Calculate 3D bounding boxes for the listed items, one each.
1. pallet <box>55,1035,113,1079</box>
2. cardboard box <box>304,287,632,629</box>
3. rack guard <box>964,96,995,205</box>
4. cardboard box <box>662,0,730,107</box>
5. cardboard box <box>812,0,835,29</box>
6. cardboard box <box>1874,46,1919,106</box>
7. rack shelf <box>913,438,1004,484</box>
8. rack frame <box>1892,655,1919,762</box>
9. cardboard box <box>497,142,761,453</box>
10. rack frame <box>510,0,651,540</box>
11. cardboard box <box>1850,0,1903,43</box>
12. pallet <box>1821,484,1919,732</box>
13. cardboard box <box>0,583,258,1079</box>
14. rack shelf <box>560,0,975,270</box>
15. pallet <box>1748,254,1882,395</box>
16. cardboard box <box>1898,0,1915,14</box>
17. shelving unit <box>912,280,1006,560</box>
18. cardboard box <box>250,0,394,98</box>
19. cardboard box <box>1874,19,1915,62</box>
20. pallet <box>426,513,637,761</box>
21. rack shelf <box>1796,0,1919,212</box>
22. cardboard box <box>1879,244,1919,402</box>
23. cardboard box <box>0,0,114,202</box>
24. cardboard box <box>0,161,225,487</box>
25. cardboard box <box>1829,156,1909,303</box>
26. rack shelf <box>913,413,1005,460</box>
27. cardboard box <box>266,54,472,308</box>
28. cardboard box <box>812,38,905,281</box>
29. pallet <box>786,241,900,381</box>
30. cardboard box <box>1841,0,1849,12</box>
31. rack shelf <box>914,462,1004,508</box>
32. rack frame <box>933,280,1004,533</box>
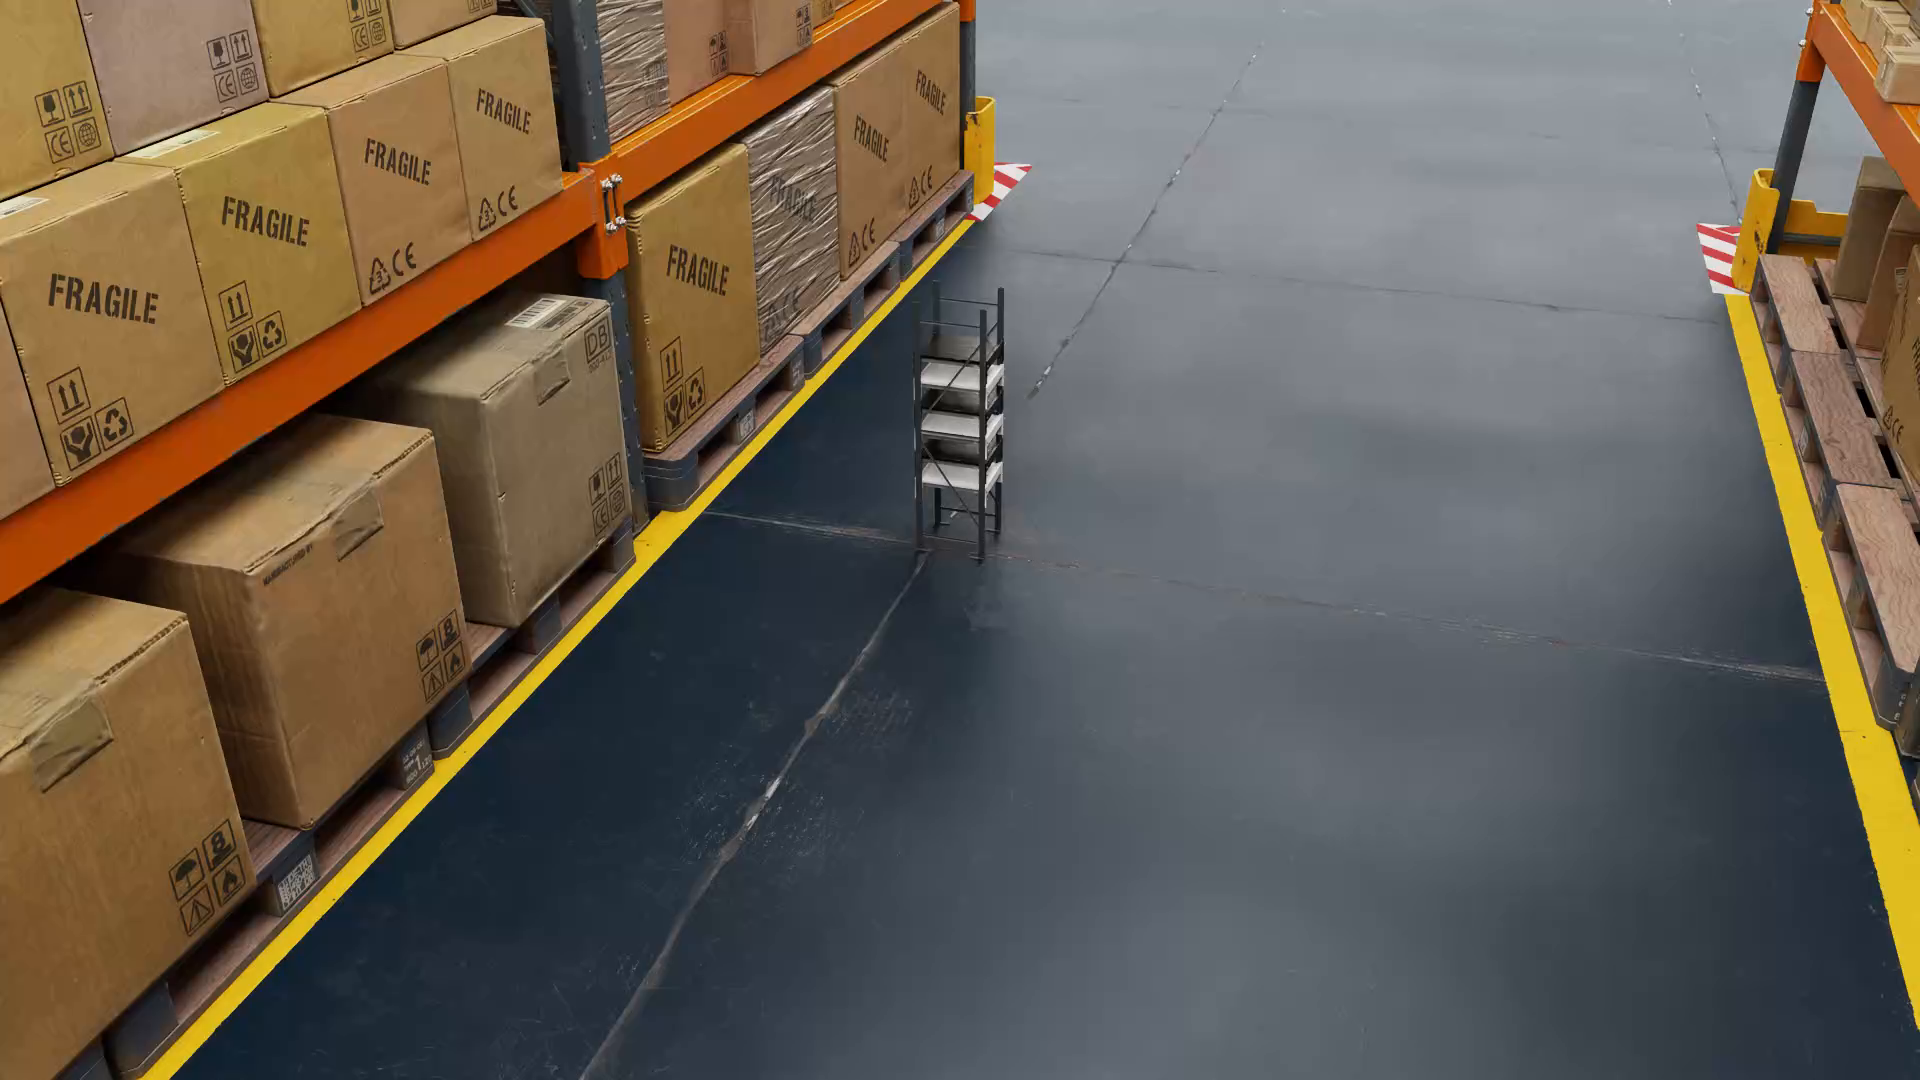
[{"bbox_3d":[-2.457,1.311,3.177,1.003,0.211,1.213,8,30,15],"label":"pallet"},{"bbox_3d":[-1.682,-0.310,5.104,1.050,0.750,0.750,8,30,15],"label":"cardboard box"},{"bbox_3d":[-0.405,-2.189,9.171,1.175,0.500,0.348,8,30,15],"label":"rack guard"},{"bbox_3d":[-1.349,-1.909,5.941,0.875,0.550,0.550,8,30,15],"label":"cardboard box"},{"bbox_3d":[-1.019,-2.403,6.831,0.875,0.550,0.500,8,30,15],"label":"cardboard box"},{"bbox_3d":[3.455,-1.624,5.842,0.380,0.149,0.250,8,30,15],"label":"cardboard box"},{"bbox_3d":[-0.002,-0.282,5.584,0.258,0.077,0.200,8,30,15],"label":"rack shelf"},{"bbox_3d":[3.126,-0.656,3.845,1.000,3.000,0.127,8,30,15],"label":"rack frame"},{"bbox_3d":[-1.335,-0.949,6.123,0.875,0.875,0.875,9,30,16],"label":"cardboard box"},{"bbox_3d":[-1.586,-1.411,5.201,1.000,3.000,0.127,8,30,15],"label":"rack frame"},{"bbox_3d":[3.809,-2.080,6.661,0.380,0.149,0.250,8,30,15],"label":"cardboard box"},{"bbox_3d":[3.289,0.245,5.093,1.003,0.211,1.213,8,30,15],"label":"pallet"},{"bbox_3d":[-2.242,0.570,3.521,1.050,0.750,0.750,9,30,16],"label":"cardboard box"},{"bbox_3d":[-0.999,-2.026,7.047,1.077,0.370,4.000,8,30,15],"label":"rack shelf"},{"bbox_3d":[4.005,-0.889,7.131,1.003,0.211,1.213,8,30,15],"label":"pallet"},{"bbox_3d":[4.080,-2.188,6.189,0.875,0.500,0.500,8,30,15],"label":"cardboard box"},{"bbox_3d":[-0.002,-0.389,5.524,0.258,0.900,0.210,8,30,15],"label":"shelving unit"},{"bbox_3d":[-1.875,-1.421,4.087,0.700,0.500,0.500,8,30,14],"label":"cardboard box"},{"bbox_3d":[3.675,-1.845,6.240,0.380,0.149,0.250,8,30,15],"label":"cardboard box"},{"bbox_3d":[-1.741,0.177,5.215,1.003,0.211,1.213,8,30,15],"label":"pallet"},{"bbox_3d":[3.713,-1.272,5.690,1.077,0.370,4.000,8,30,15],"label":"rack shelf"},{"bbox_3d":[3.756,-0.748,6.148,0.500,0.500,0.500,11,31,20],"label":"cardboard box"},{"bbox_3d":[-2.173,-0.952,3.244,0.700,0.500,0.500,8,30,14],"label":"cardboard box"},{"bbox_3d":[-1.927,-0.468,3.403,0.500,0.500,0.500,8,30,14],"label":"cardboard box"},{"bbox_3d":[4.101,-1.319,7.174,0.500,0.500,0.500,14,32,24],"label":"cardboard box"},{"bbox_3d":[-0.002,-0.360,5.541,0.258,0.077,0.200,8,30,15],"label":"rack shelf"},{"bbox_3d":[-1.632,-0.939,4.250,0.500,0.500,0.500,8,30,14],"label":"cardboard box"},{"bbox_3d":[-0.804,-1.791,7.638,0.875,0.875,0.875,8,30,14],"label":"cardboard box"},{"bbox_3d":[-0.932,-1.104,7.517,1.003,0.211,1.213,8,30,15],"label":"pallet"},{"bbox_3d":[3.988,-2.307,7.070,0.380,0.149,0.250,8,30,15],"label":"cardboard box"},{"bbox_3d":[-0.002,-0.203,5.628,0.258,0.077,0.200,8,30,15],"label":"rack shelf"},{"bbox_3d":[0.027,-0.437,5.609,0.240,0.900,0.006,8,30,15],"label":"rack frame"}]
